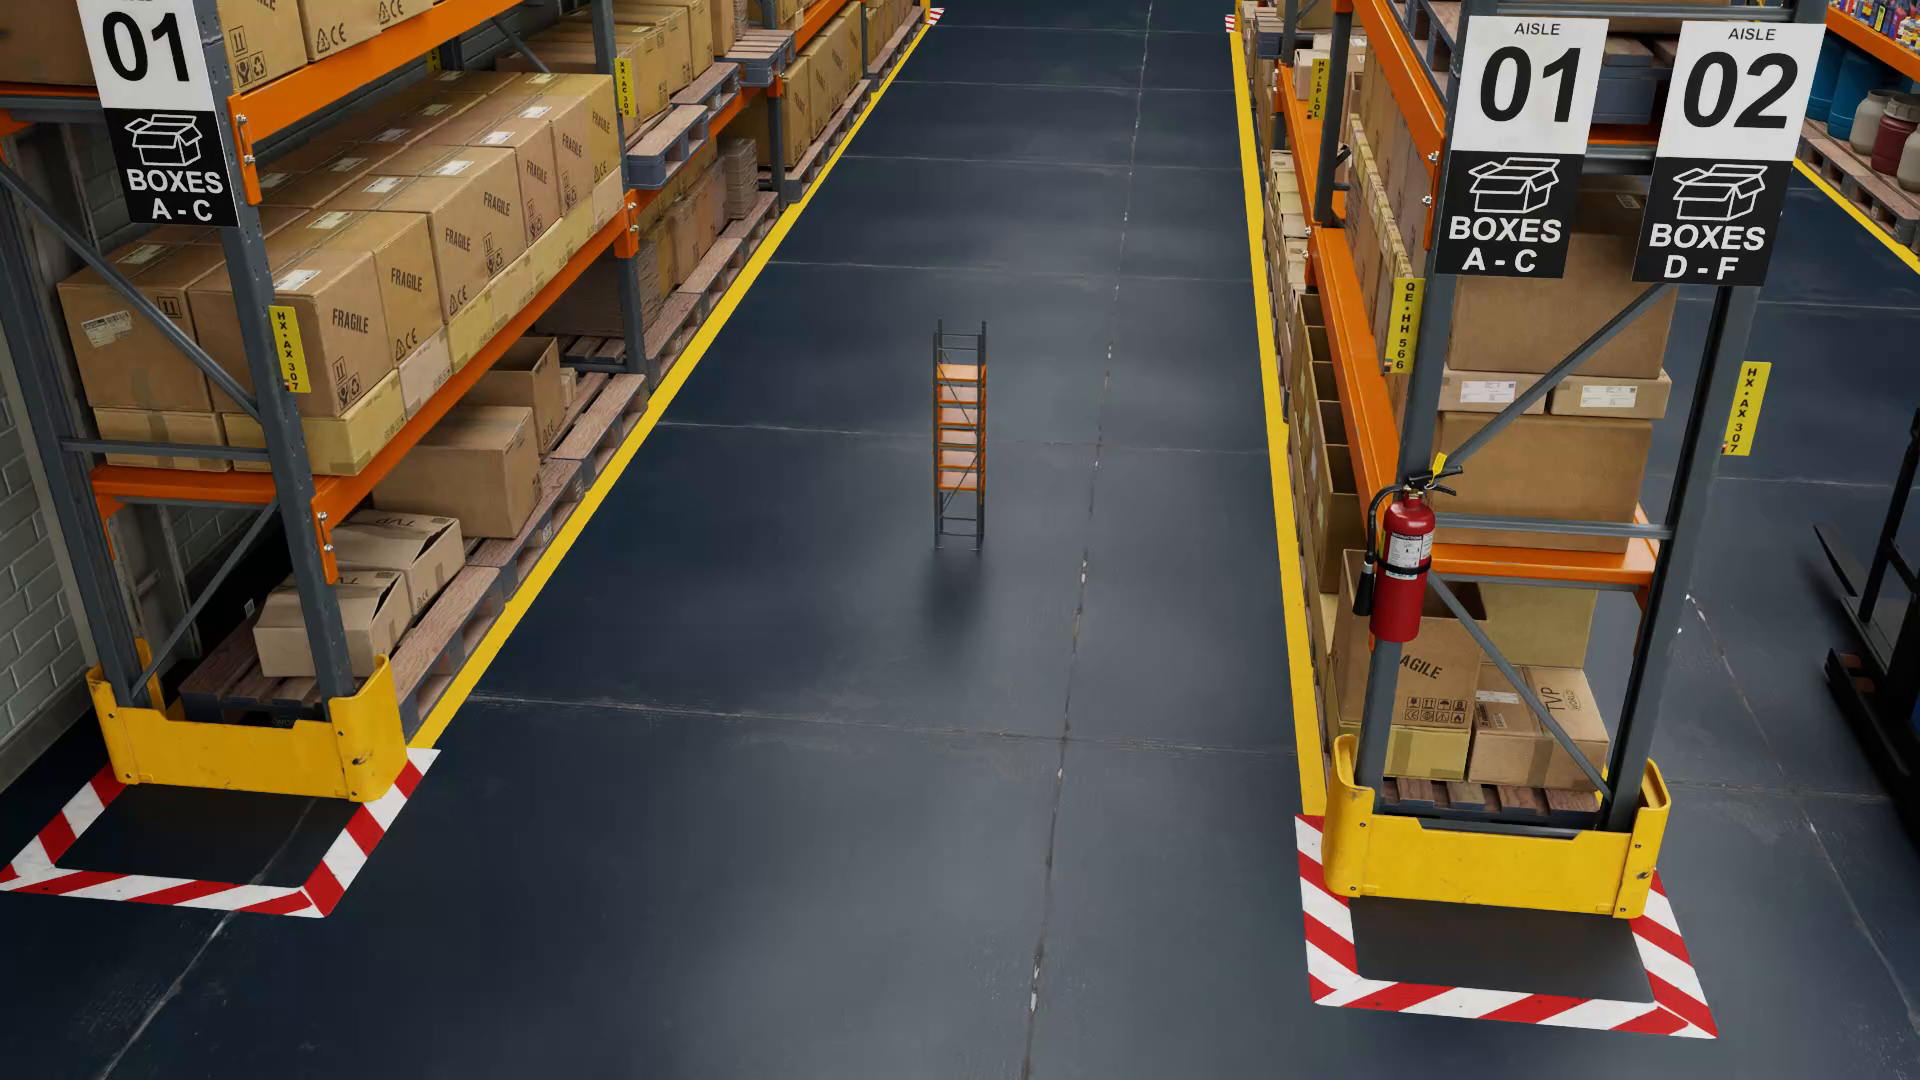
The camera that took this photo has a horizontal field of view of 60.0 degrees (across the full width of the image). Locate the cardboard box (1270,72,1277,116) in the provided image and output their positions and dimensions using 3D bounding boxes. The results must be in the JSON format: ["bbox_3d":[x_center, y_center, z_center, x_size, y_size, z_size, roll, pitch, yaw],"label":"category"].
[{"bbox_3d":[2.849,-3.712,13.859,0.500,0.250,0.500,4,29,8],"label":"cardboard box"}]

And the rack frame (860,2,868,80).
[{"bbox_3d":[-1.462,-5.977,16.682,1.000,3.000,0.127,3,28,6],"label":"rack frame"}]

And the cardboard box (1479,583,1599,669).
[{"bbox_3d":[2.330,0.178,6.923,0.500,0.500,0.500,3,28,6],"label":"cardboard box"}]

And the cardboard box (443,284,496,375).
[{"bbox_3d":[-2.440,-0.967,7.520,0.500,0.250,0.500,3,28,5],"label":"cardboard box"}]

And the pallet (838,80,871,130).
[{"bbox_3d":[-1.482,-4.382,16.661,1.003,0.211,1.213,3,28,6],"label":"pallet"}]

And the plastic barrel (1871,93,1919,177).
[{"bbox_3d":[8.061,-3.405,14.007,0.600,0.588,0.708,3,28,6],"label":"plastic barrel"}]

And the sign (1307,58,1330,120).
[{"bbox_3d":[1.935,-2.427,8.956,0.100,0.325,0.005,3,28,6],"label":"sign"}]

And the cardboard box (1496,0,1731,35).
[{"bbox_3d":[2.059,-1.925,5.299,0.797,0.503,0.637,5,29,10],"label":"cardboard box"}]

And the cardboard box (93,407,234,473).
[{"bbox_3d":[-3.068,-0.503,6.658,0.500,0.250,0.500,4,29,7],"label":"cardboard box"}]

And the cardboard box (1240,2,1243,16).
[{"bbox_3d":[3.552,-6.336,19.889,0.380,0.149,0.250,3,28,6],"label":"cardboard box"}]

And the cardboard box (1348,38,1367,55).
[{"bbox_3d":[2.775,-3.062,11.165,0.500,0.500,0.500,2,28,3],"label":"cardboard box"}]

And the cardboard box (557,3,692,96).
[{"bbox_3d":[-2.221,-3.261,11.072,0.700,0.500,0.500,7,29,13],"label":"cardboard box"}]

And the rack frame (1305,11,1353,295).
[{"bbox_3d":[2.474,-1.925,9.161,1.000,3.000,0.127,3,28,6],"label":"rack frame"}]

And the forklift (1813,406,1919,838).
[{"bbox_3d":[4.432,-0.460,6.513,1.130,2.935,3.031,5,29,8],"label":"forklift"}]

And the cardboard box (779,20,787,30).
[{"bbox_3d":[-1.643,-4.252,13.724,0.380,0.149,0.250,4,29,7],"label":"cardboard box"}]

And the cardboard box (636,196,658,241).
[{"bbox_3d":[-2.318,-2.190,11.033,0.500,0.250,0.500,3,28,5],"label":"cardboard box"}]

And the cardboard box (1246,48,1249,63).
[{"bbox_3d":[3.229,-5.095,17.586,0.380,0.149,0.250,3,28,6],"label":"cardboard box"}]

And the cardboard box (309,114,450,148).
[{"bbox_3d":[-2.841,-1.798,8.271,0.500,0.500,0.500,4,29,8],"label":"cardboard box"}]

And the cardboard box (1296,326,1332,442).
[{"bbox_3d":[2.053,-0.794,8.727,0.500,0.500,0.500,3,28,6],"label":"cardboard box"}]

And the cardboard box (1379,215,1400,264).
[{"bbox_3d":[2.030,-1.293,7.199,0.380,0.149,0.250,3,28,5],"label":"cardboard box"}]

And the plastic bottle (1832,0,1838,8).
[{"bbox_3d":[7.837,-4.847,14.794,0.097,0.201,0.097,0,28,0],"label":"plastic bottle"}]

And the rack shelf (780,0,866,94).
[{"bbox_3d":[-1.707,-4.719,15.106,1.077,0.370,4.000,3,28,6],"label":"rack shelf"}]

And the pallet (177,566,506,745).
[{"bbox_3d":[-2.789,0.483,7.631,1.003,0.211,1.213,3,28,6],"label":"pallet"}]

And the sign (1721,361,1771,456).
[{"bbox_3d":[2.534,-0.424,5.377,0.100,0.325,0.005,3,28,6],"label":"sign"}]

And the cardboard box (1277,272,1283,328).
[{"bbox_3d":[2.363,-1.591,10.996,0.500,0.250,0.500,4,29,7],"label":"cardboard box"}]

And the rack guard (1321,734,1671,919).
[{"bbox_3d":[1.981,1.069,6.238,1.175,0.500,0.348,3,28,6],"label":"rack guard"}]

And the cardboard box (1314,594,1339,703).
[{"bbox_3d":[1.806,0.477,7.158,0.500,0.250,0.500,3,28,6],"label":"cardboard box"}]

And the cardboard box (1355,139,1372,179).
[{"bbox_3d":[2.189,-1.900,8.325,0.380,0.149,0.250,3,28,5],"label":"cardboard box"}]

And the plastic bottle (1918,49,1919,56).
[{"bbox_3d":[7.590,-3.931,13.019,0.097,0.271,0.097,0,28,0],"label":"plastic bottle"}]

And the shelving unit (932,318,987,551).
[{"bbox_3d":[-0.002,-0.521,8.453,0.258,1.200,0.189,3,28,6],"label":"shelving unit"}]

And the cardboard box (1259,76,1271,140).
[{"bbox_3d":[2.968,-3.846,14.899,0.500,0.500,0.500,2,28,4],"label":"cardboard box"}]

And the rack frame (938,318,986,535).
[{"bbox_3d":[0.009,-0.564,8.533,0.240,1.200,0.006,3,28,6],"label":"rack frame"}]

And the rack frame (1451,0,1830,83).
[{"bbox_3d":[1.984,-2.684,4.244,1.000,3.000,0.127,3,28,6],"label":"rack frame"}]

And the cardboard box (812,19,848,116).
[{"bbox_3d":[-1.519,-4.484,15.734,0.750,0.750,0.750,4,29,8],"label":"cardboard box"}]

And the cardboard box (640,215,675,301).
[{"bbox_3d":[-2.355,-1.898,11.283,0.700,0.500,0.500,3,28,5],"label":"cardboard box"}]

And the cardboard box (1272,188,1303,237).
[{"bbox_3d":[2.488,-2.312,11.745,0.500,0.311,0.500,3,28,5],"label":"cardboard box"}]

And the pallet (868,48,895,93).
[{"bbox_3d":[-1.292,-5.103,18.000,1.003,0.211,1.213,3,28,6],"label":"pallet"}]

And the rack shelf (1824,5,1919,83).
[{"bbox_3d":[8.125,-4.143,14.037,1.077,0.370,4.000,3,28,6],"label":"rack shelf"}]

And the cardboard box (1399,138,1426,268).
[{"bbox_3d":[2.181,-1.387,6.688,0.700,0.500,0.500,3,29,6],"label":"cardboard box"}]

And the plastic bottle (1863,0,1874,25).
[{"bbox_3d":[7.740,-4.505,14.086,0.097,0.271,0.097,0,28,0],"label":"plastic bottle"}]

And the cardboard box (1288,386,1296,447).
[{"bbox_3d":[2.117,-0.699,9.342,0.500,0.250,0.500,3,28,6],"label":"cardboard box"}]

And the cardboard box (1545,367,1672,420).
[{"bbox_3d":[2.246,-0.544,5.809,0.380,0.149,0.250,3,28,6],"label":"cardboard box"}]

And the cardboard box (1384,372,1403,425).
[{"bbox_3d":[2.180,-0.787,6.942,0.700,0.500,0.500,4,29,7],"label":"cardboard box"}]

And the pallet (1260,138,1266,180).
[{"bbox_3d":[3.245,-3.503,15.029,1.003,0.211,1.213,3,28,6],"label":"pallet"}]

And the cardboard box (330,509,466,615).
[{"bbox_3d":[-2.689,0.072,7.824,0.500,0.311,0.500,6,29,10],"label":"cardboard box"}]

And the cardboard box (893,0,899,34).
[{"bbox_3d":[-1.081,-6.137,19.171,0.700,0.500,0.500,2,28,5],"label":"cardboard box"}]

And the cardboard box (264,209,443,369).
[{"bbox_3d":[-2.505,-1.041,6.866,0.500,0.500,0.500,3,29,6],"label":"cardboard box"}]

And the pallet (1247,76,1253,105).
[{"bbox_3d":[3.540,-4.787,17.413,1.003,0.211,1.213,3,28,6],"label":"pallet"}]

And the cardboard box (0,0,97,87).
[{"bbox_3d":[-3.133,-1.913,5.850,0.500,0.500,0.500,5,29,10],"label":"cardboard box"}]

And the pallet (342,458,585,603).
[{"bbox_3d":[-2.637,-0.090,8.694,1.003,0.211,1.213,3,28,6],"label":"pallet"}]

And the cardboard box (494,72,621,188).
[{"bbox_3d":[-2.194,-2.244,9.099,0.500,0.500,0.500,3,28,6],"label":"cardboard box"}]

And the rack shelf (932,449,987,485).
[{"bbox_3d":[-0.002,-0.377,8.531,0.258,0.103,0.180,3,28,6],"label":"rack shelf"}]

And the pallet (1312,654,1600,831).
[{"bbox_3d":[2.036,0.823,7.001,1.003,0.211,1.213,3,28,6],"label":"pallet"}]

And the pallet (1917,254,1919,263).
[{"bbox_3d":[7.747,-1.929,12.107,1.003,0.211,1.213,3,28,6],"label":"pallet"}]

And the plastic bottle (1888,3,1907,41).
[{"bbox_3d":[7.646,-4.221,13.545,0.061,0.283,0.133,3,28,6],"label":"plastic bottle"}]
